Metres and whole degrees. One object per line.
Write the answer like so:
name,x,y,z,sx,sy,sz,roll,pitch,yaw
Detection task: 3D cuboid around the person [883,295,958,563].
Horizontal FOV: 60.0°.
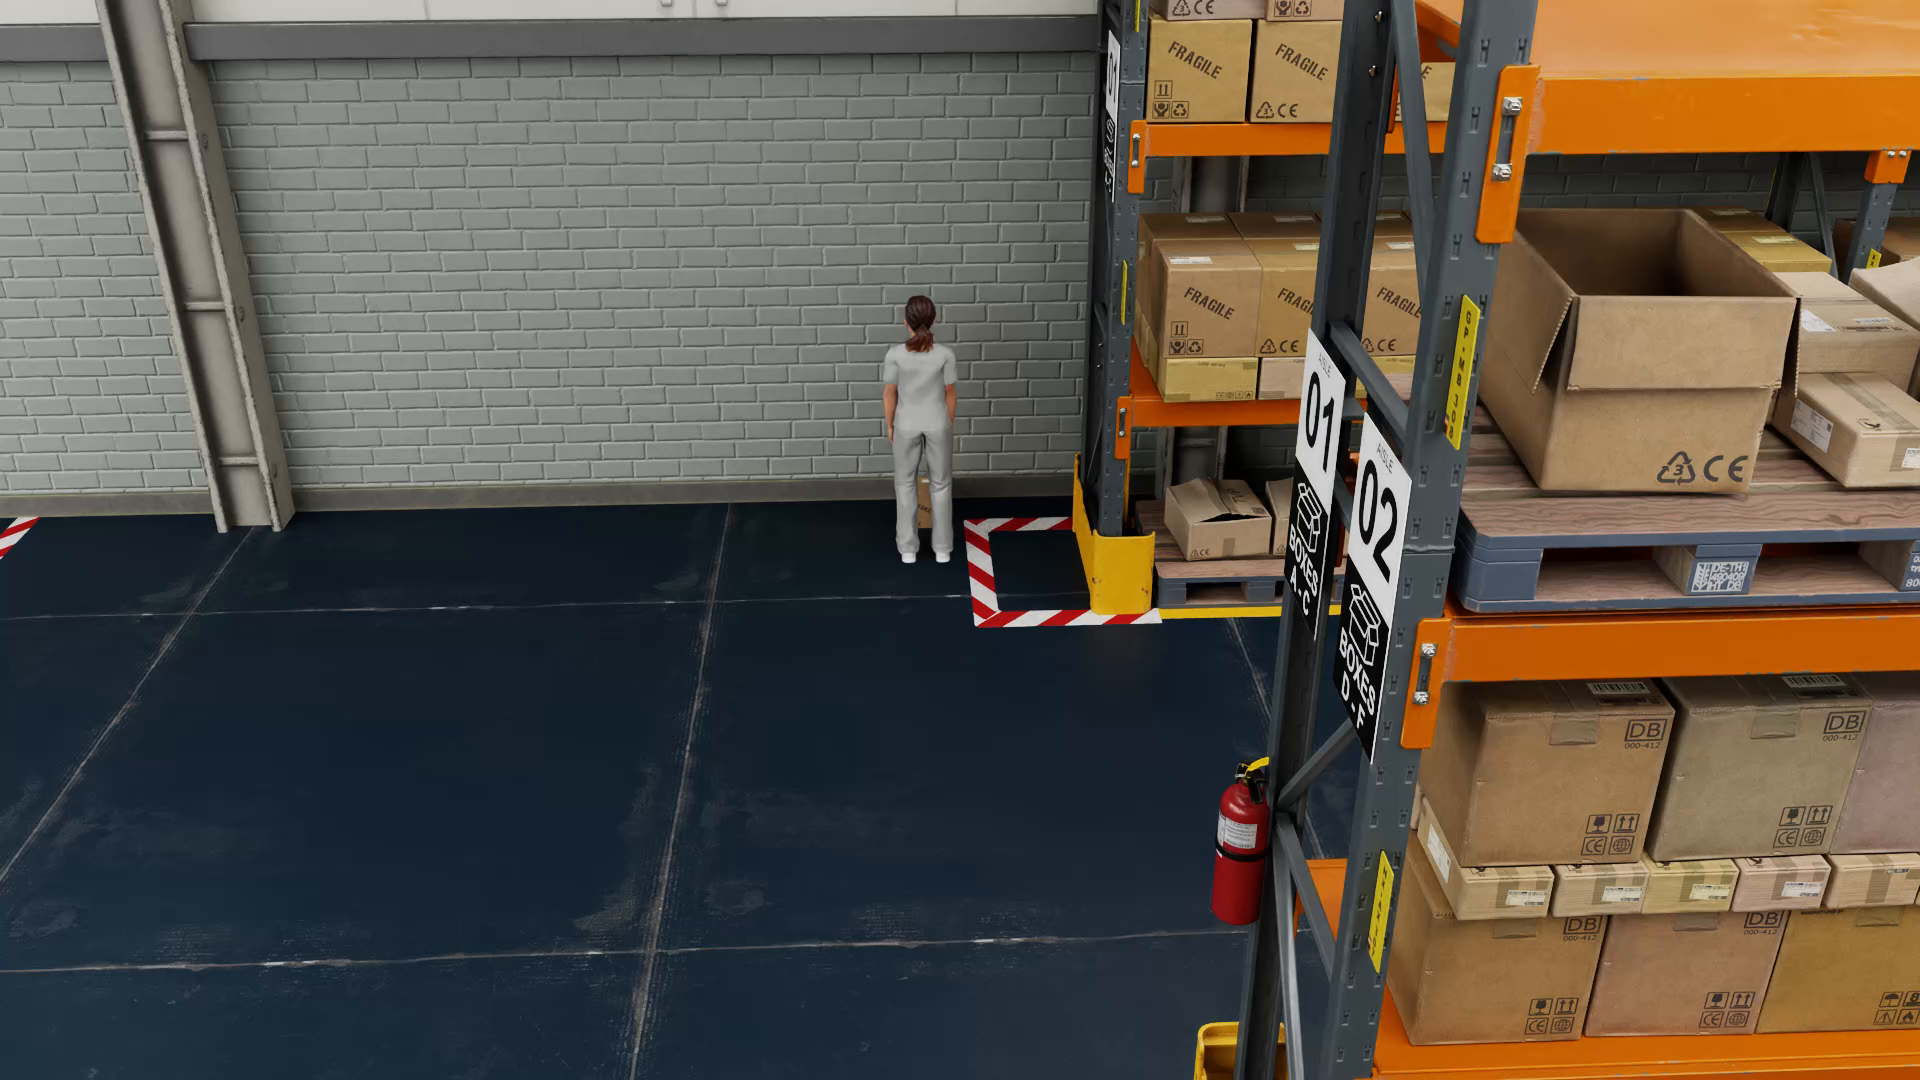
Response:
person,-0.231,-0.645,9.860,0.438,1.672,0.362,-1,28,-1
